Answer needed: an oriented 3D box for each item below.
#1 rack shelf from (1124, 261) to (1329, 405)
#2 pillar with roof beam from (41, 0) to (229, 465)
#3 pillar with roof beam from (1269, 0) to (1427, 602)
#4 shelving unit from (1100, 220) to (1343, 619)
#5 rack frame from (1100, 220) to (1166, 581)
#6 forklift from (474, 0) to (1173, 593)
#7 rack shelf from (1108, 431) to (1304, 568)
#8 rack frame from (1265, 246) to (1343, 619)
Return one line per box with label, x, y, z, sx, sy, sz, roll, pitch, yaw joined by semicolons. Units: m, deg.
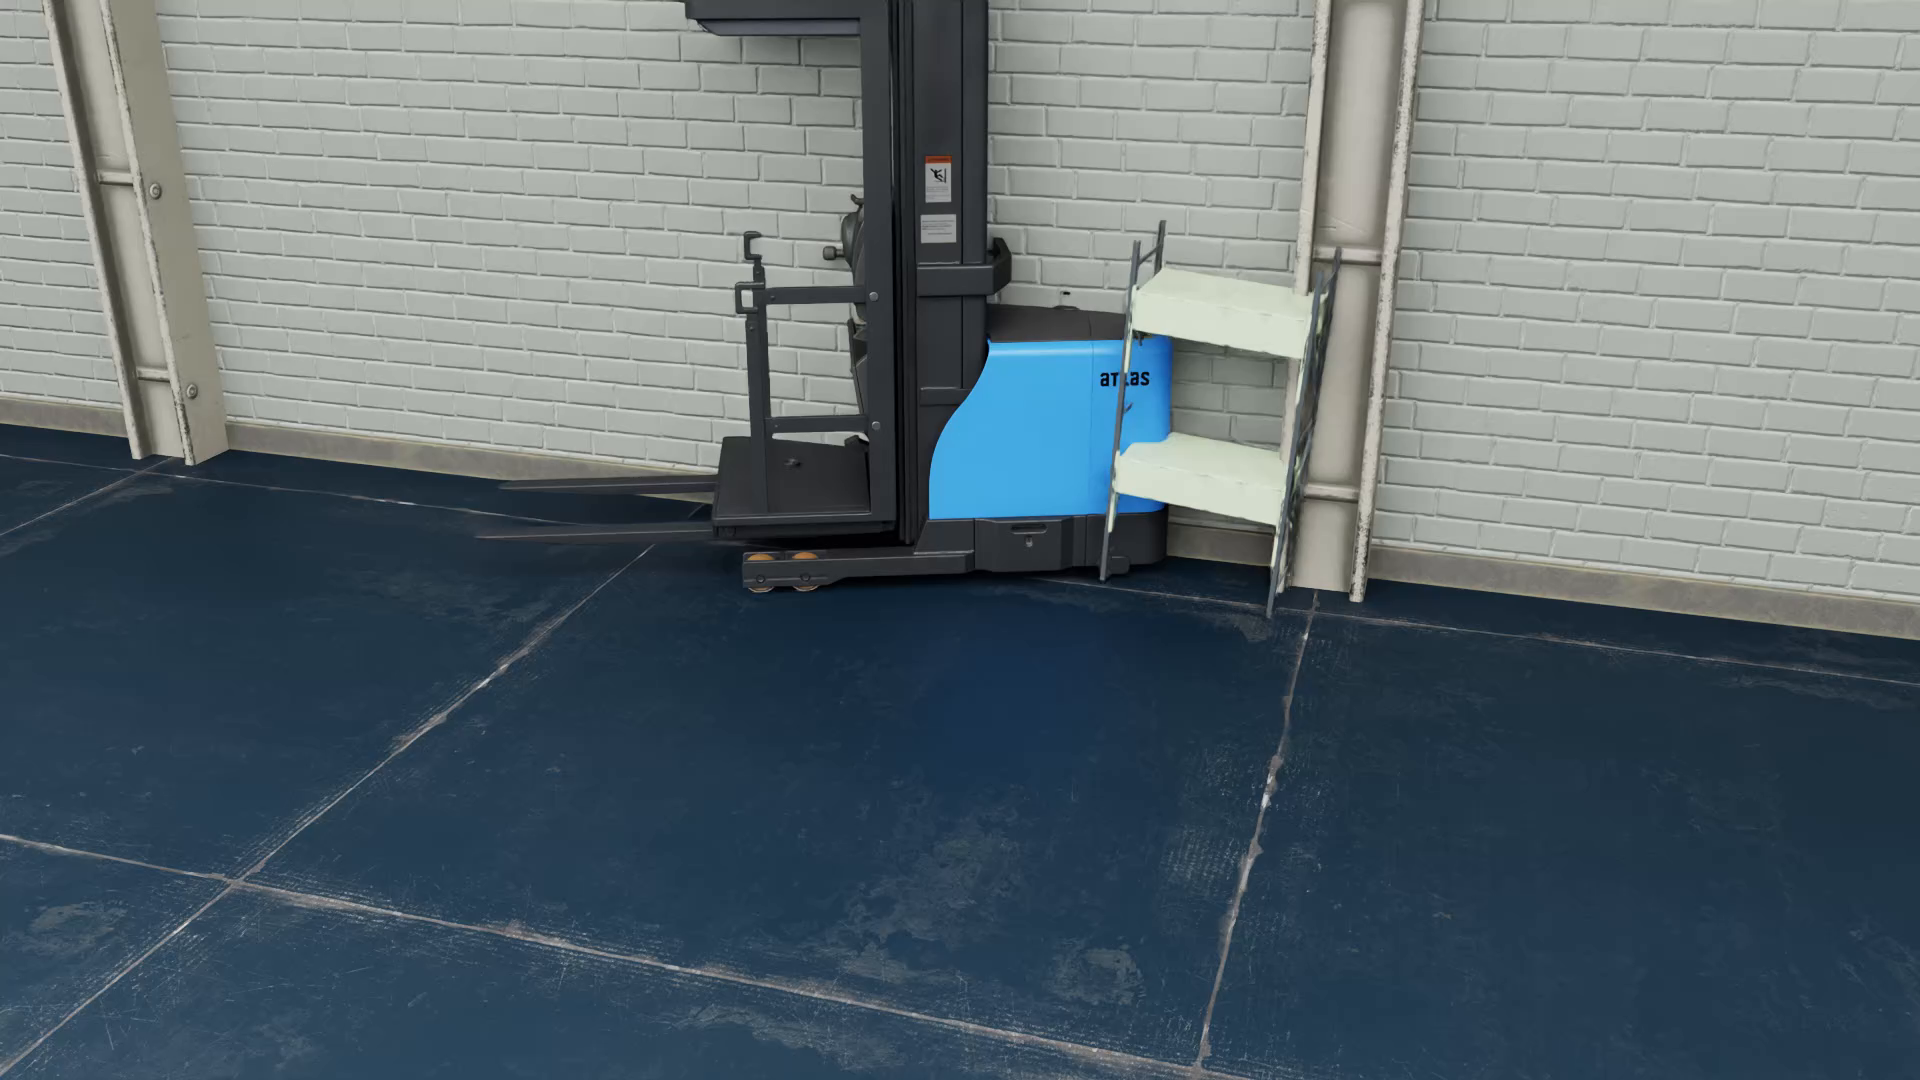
rack shelf;1.090;-0.852;6.767;0.720;0.370;0.431;13;27;19
pillar with roof beam;-5.408;-3.068;3.391;0.400;9.000;9.100;7;23;16
pillar with roof beam;0.336;-2.410;1.788;0.400;9.000;9.100;7;23;16
shelving unit;1.069;-0.499;6.933;0.755;1.500;0.431;13;27;19
rack frame;0.731;-0.575;7.052;0.023;1.500;0.400;13;27;19
forklift;-0.627;-1.336;7.165;3.031;2.935;1.130;-2;22;-4
rack shelf;1.051;-0.205;7.072;0.720;0.370;0.431;13;27;19
rack frame;1.407;-0.423;6.815;0.023;1.500;0.400;13;27;19
